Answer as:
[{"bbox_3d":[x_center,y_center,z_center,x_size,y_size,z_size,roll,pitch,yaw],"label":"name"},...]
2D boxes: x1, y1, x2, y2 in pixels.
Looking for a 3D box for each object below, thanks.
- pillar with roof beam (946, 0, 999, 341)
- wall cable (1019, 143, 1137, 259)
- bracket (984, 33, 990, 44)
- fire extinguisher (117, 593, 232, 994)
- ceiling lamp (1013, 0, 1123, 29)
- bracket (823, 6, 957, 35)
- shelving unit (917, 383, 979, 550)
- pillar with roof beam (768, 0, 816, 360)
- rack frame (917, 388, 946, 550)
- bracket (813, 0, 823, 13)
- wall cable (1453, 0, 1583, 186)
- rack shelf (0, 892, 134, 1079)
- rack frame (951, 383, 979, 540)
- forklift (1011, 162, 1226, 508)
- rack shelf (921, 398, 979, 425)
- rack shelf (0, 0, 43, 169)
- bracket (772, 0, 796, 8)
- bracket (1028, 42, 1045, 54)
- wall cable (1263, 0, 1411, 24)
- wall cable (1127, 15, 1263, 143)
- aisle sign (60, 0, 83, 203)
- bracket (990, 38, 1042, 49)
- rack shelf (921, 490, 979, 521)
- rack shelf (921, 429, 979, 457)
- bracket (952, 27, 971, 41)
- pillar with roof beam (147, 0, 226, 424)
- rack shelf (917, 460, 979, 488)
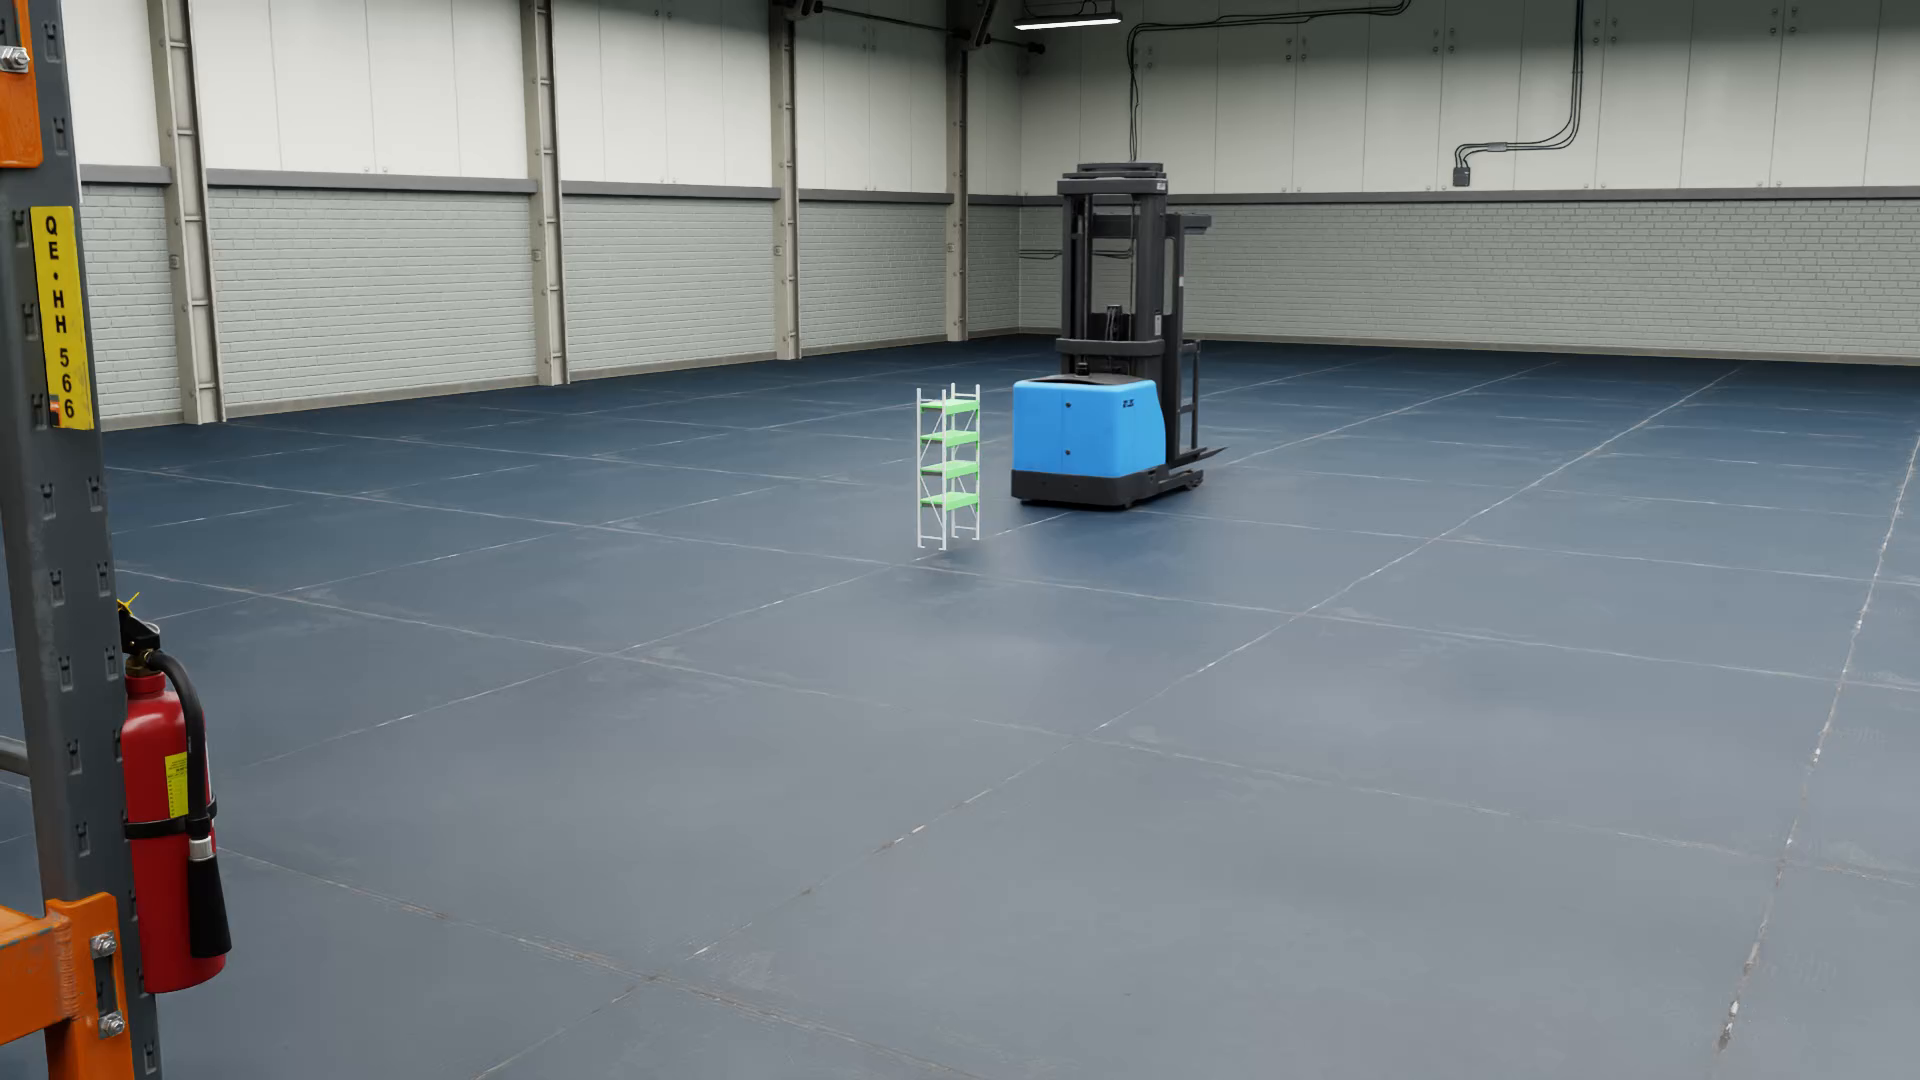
[{"bbox_3d":[3.617,-8.311,32.810,9.100,9.000,0.548,6,12,31],"label":"pillar with roof beam"},{"bbox_3d":[2.597,-7.533,37.093,3.097,2.526,0.112,6,12,31],"label":"wall cable"},{"bbox_3d":[0.457,-10.523,34.843,0.235,0.232,0.430,6,12,31],"label":"bracket"},{"bbox_3d":[-1.338,0.405,2.763,0.296,0.674,0.183,6,12,31],"label":"fire extinguisher"},{"bbox_3d":[1.991,-10.530,28.800,2.000,3.185,0.800,6,12,31],"label":"ceiling lamp"},{"bbox_3d":[-1.312,-9.988,31.982,0.076,0.066,4.783,6,12,31],"label":"bracket"},{"bbox_3d":[-0.086,-0.564,12.619,0.258,1.200,0.503,6,12,31],"label":"shelving unit"},{"bbox_3d":[0.502,-7.368,27.770,9.100,9.000,0.548,6,12,31],"label":"pillar with roof beam"},{"bbox_3d":[-0.213,-0.525,12.414,0.240,1.200,0.015,6,12,31],"label":"rack frame"},{"bbox_3d":[-2.658,-9.580,29.803,0.235,0.232,0.430,6,12,31],"label":"bracket"},{"bbox_3d":[10.703,-9.822,31.636,2.305,6.003,0.169,6,12,31],"label":"wall cable"},{"bbox_3d":[-2.830,1.009,1.281,1.077,0.370,4.000,6,12,31],"label":"rack shelf"},{"bbox_3d":[0.041,-0.602,12.824,0.240,1.200,0.015,6,12,31],"label":"rack frame"},{"bbox_3d":[1.615,-1.940,15.264,1.130,2.935,3.031,6,12,29],"label":"forklift"},{"bbox_3d":[-0.086,-0.973,12.543,0.258,0.148,0.480,6,12,31],"label":"rack shelf"},{"bbox_3d":[-2.830,-0.465,1.005,1.077,0.370,4.000,6,12,31],"label":"rack shelf"},{"bbox_3d":[-3.089,-9.449,29.106,0.235,0.232,0.430,6,12,31],"label":"bracket"},{"bbox_3d":[1.687,-10.896,36.834,0.235,0.232,0.430,6,12,31],"label":"bracket"},{"bbox_3d":[7.555,-11.697,33.250,3.097,2.526,0.112,6,12,31],"label":"wall cable"},{"bbox_3d":[4.910,-9.757,35.247,3.097,2.526,0.112,6,12,31],"label":"wall cable"},{"bbox_3d":[-1.503,-0.918,2.555,0.394,0.787,0.004,6,12,31],"label":"aisle sign"},{"bbox_3d":[1.380,-10.803,36.338,0.076,0.066,3.189,6,12,31],"label":"bracket"},{"bbox_3d":[-0.086,-0.265,12.675,0.258,0.148,0.480,6,12,31],"label":"rack shelf"},{"bbox_3d":[-0.086,-0.737,12.587,0.258,0.148,0.480,6,12,31],"label":"rack shelf"},{"bbox_3d":[0.026,-10.393,34.146,0.235,0.232,0.430,6,12,31],"label":"bracket"},{"bbox_3d":[-5.728,-5.481,17.689,9.100,9.000,0.400,6,12,31],"label":"pillar with roof beam"},{"bbox_3d":[-0.086,-0.501,12.631,0.258,0.148,0.480,6,12,31],"label":"rack shelf"}]
